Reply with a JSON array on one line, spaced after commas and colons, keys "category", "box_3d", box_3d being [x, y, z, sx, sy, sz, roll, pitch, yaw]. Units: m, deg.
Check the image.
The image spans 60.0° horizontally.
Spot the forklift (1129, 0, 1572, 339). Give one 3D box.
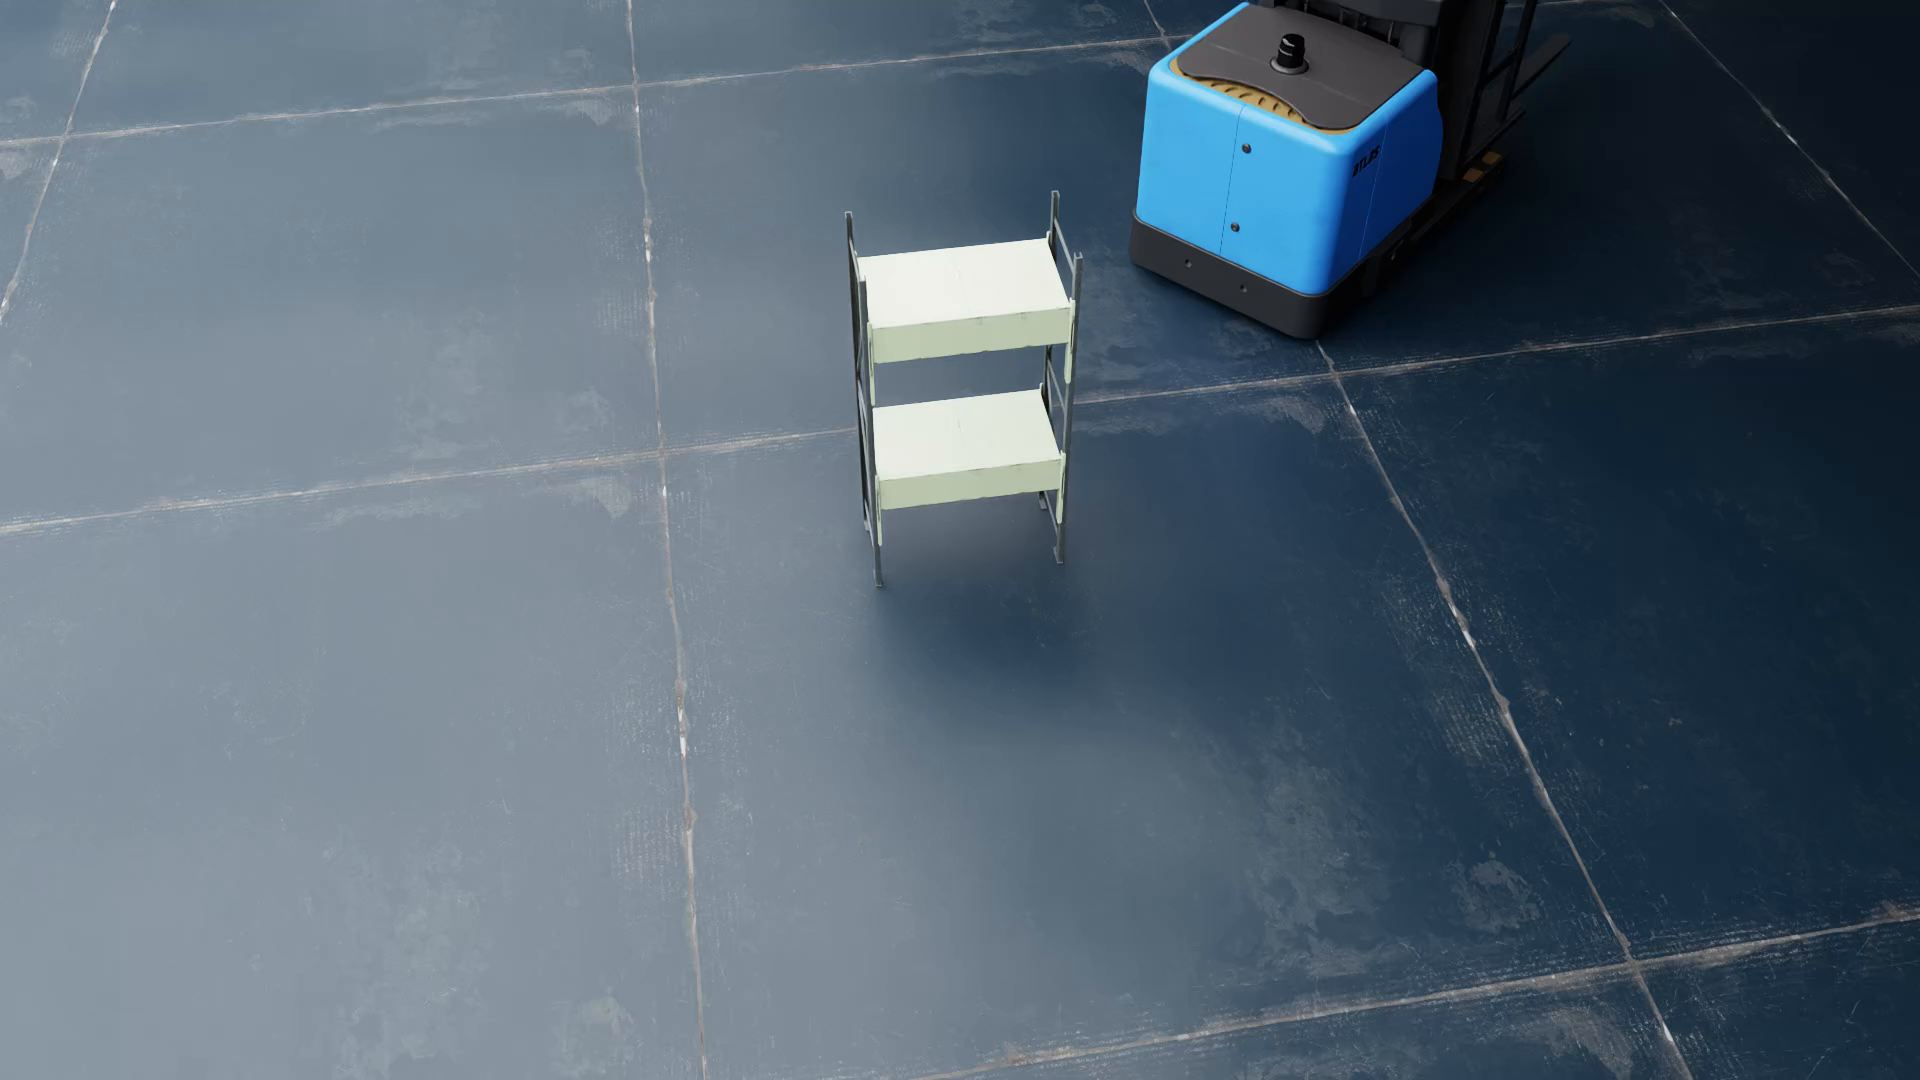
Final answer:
[{"category": "forklift", "box_3d": [2.133, -2.929, 7.536, 1.130, 2.935, 3.031, 31, 53, 26]}]

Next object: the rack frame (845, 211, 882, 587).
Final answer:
[{"category": "rack frame", "box_3d": [-0.354, -0.476, 6.167, 0.023, 1.500, 0.400, -7, 46, -7]}]

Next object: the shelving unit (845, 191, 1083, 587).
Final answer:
[{"category": "shelving unit", "box_3d": [0.007, -0.521, 6.211, 0.755, 1.500, 0.431, -7, 46, -7]}]

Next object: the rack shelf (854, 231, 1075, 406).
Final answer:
[{"category": "rack shelf", "box_3d": [0.007, -0.792, 5.930, 0.720, 0.370, 0.431, -7, 46, -7]}]

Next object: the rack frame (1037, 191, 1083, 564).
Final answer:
[{"category": "rack frame", "box_3d": [0.367, -0.566, 6.254, 0.023, 1.500, 0.400, -7, 46, -7]}]

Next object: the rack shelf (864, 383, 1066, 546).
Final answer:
[{"category": "rack shelf", "box_3d": [0.007, -0.295, 6.445, 0.720, 0.370, 0.431, -7, 46, -7]}]
